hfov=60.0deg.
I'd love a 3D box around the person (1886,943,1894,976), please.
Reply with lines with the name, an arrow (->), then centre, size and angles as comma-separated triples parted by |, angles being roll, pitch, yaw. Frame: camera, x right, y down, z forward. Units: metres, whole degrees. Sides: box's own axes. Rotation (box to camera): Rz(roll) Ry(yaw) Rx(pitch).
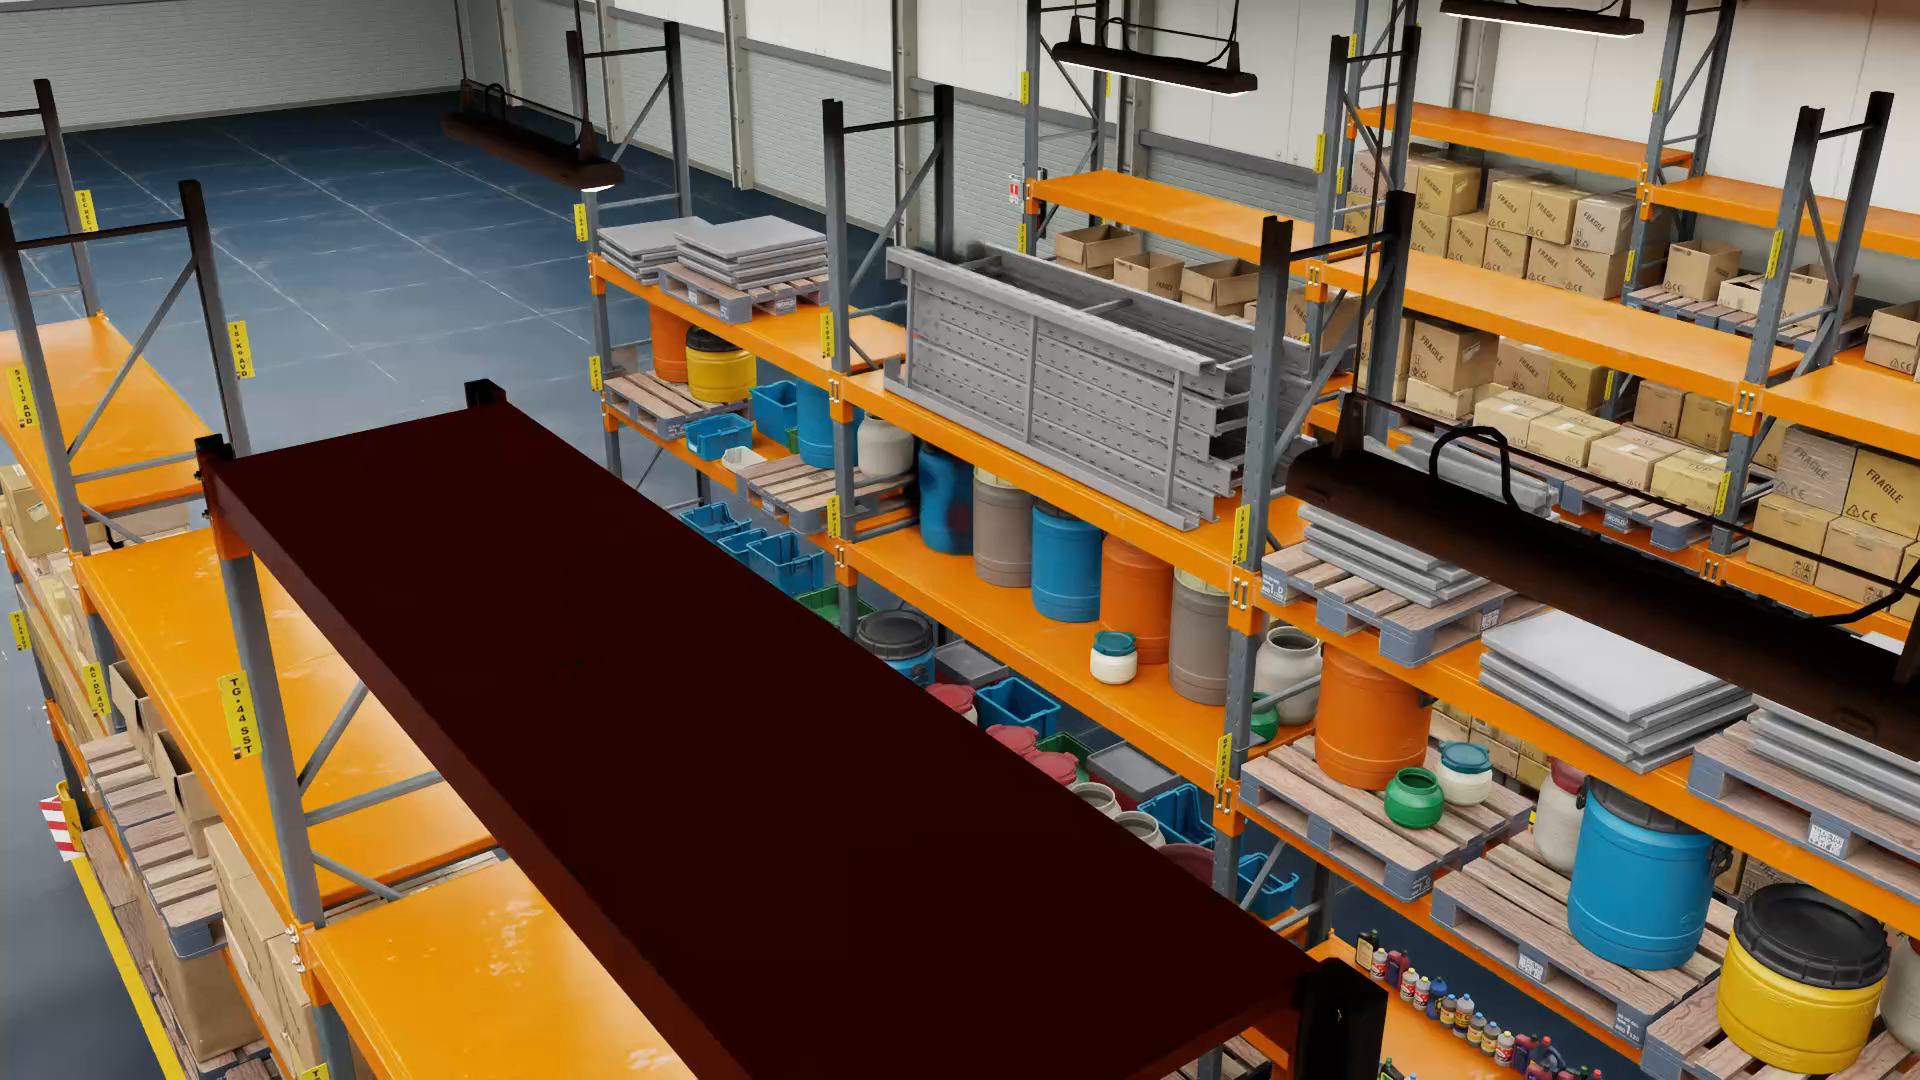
person -> 5.388, 3.144, 10.163 | 0.736, 1.767, 0.644 | 22, 33, 39
